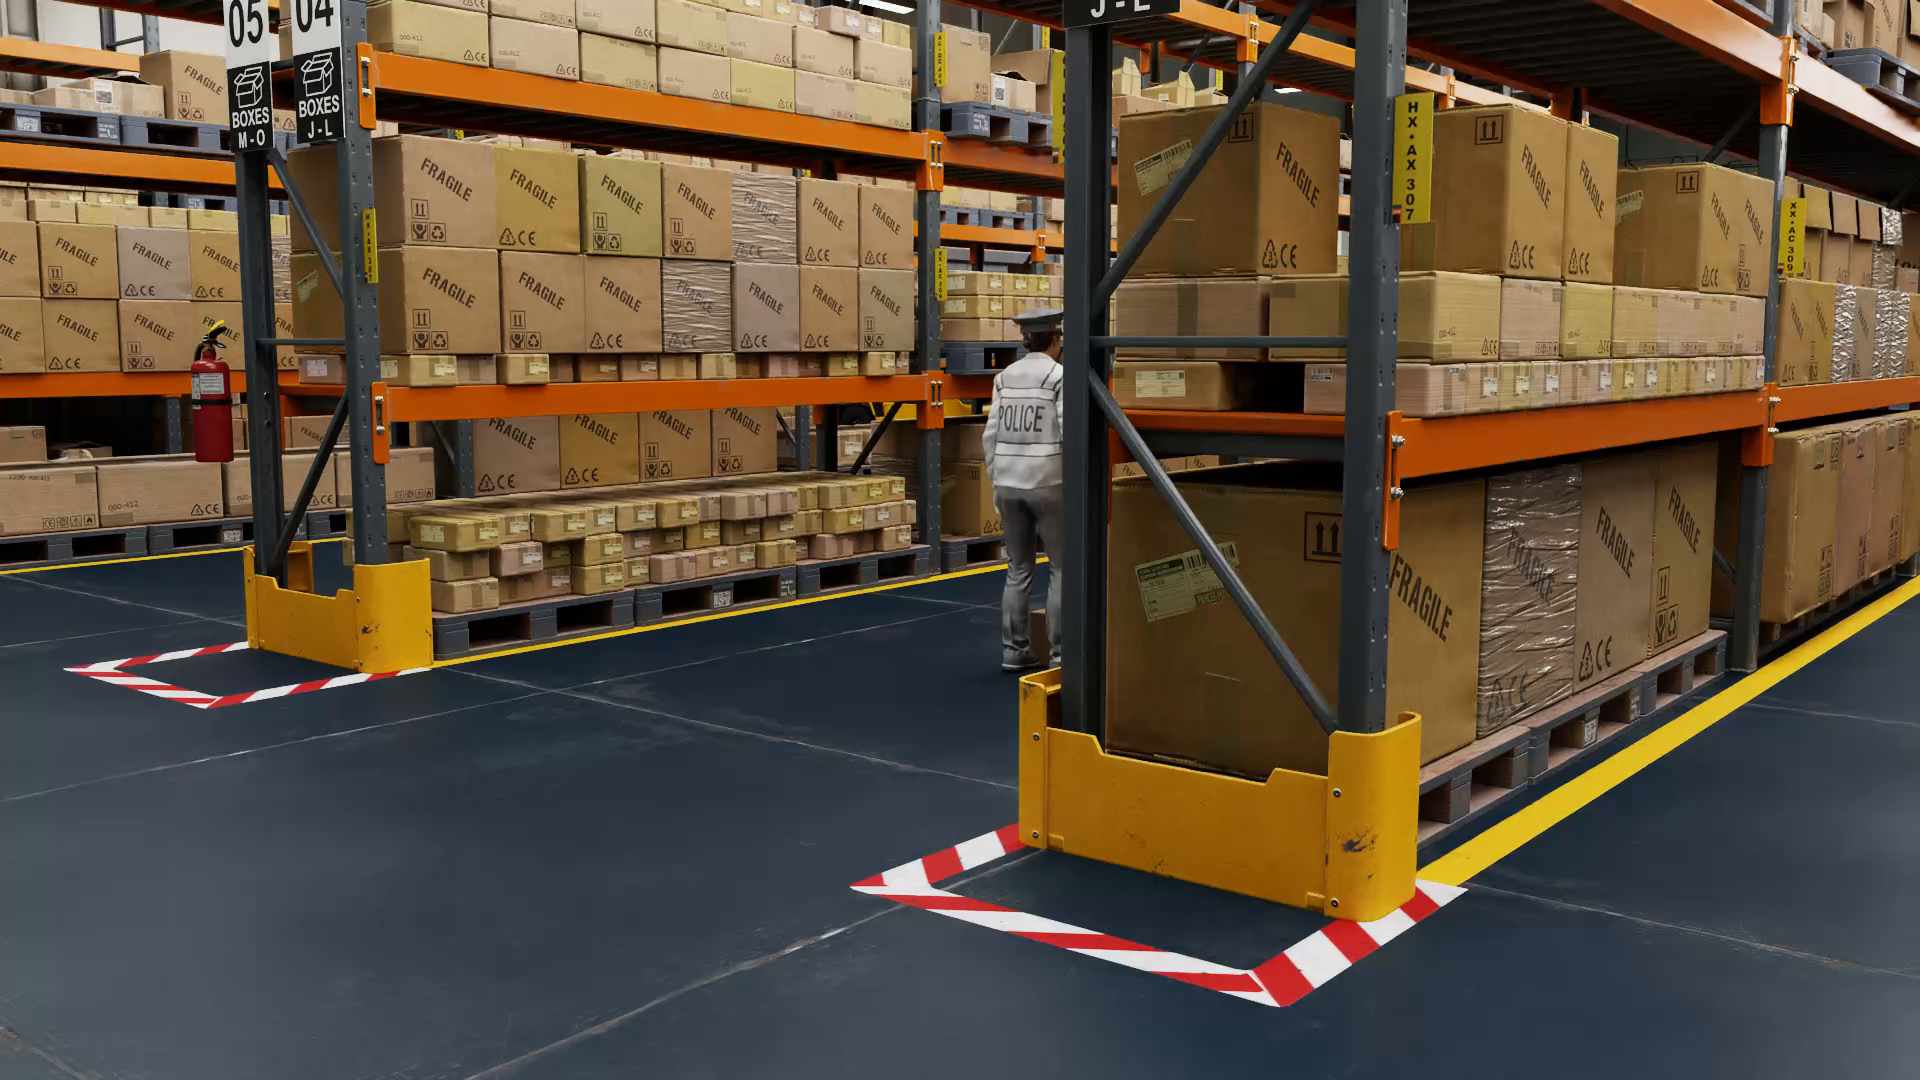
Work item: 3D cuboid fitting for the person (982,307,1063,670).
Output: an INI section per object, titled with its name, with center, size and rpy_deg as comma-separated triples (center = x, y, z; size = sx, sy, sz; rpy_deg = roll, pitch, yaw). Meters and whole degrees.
[person]
center = 0.353, -0.222, 7.580
size = 0.543, 1.666, 0.372
rpy_deg = 5, 8, 36
